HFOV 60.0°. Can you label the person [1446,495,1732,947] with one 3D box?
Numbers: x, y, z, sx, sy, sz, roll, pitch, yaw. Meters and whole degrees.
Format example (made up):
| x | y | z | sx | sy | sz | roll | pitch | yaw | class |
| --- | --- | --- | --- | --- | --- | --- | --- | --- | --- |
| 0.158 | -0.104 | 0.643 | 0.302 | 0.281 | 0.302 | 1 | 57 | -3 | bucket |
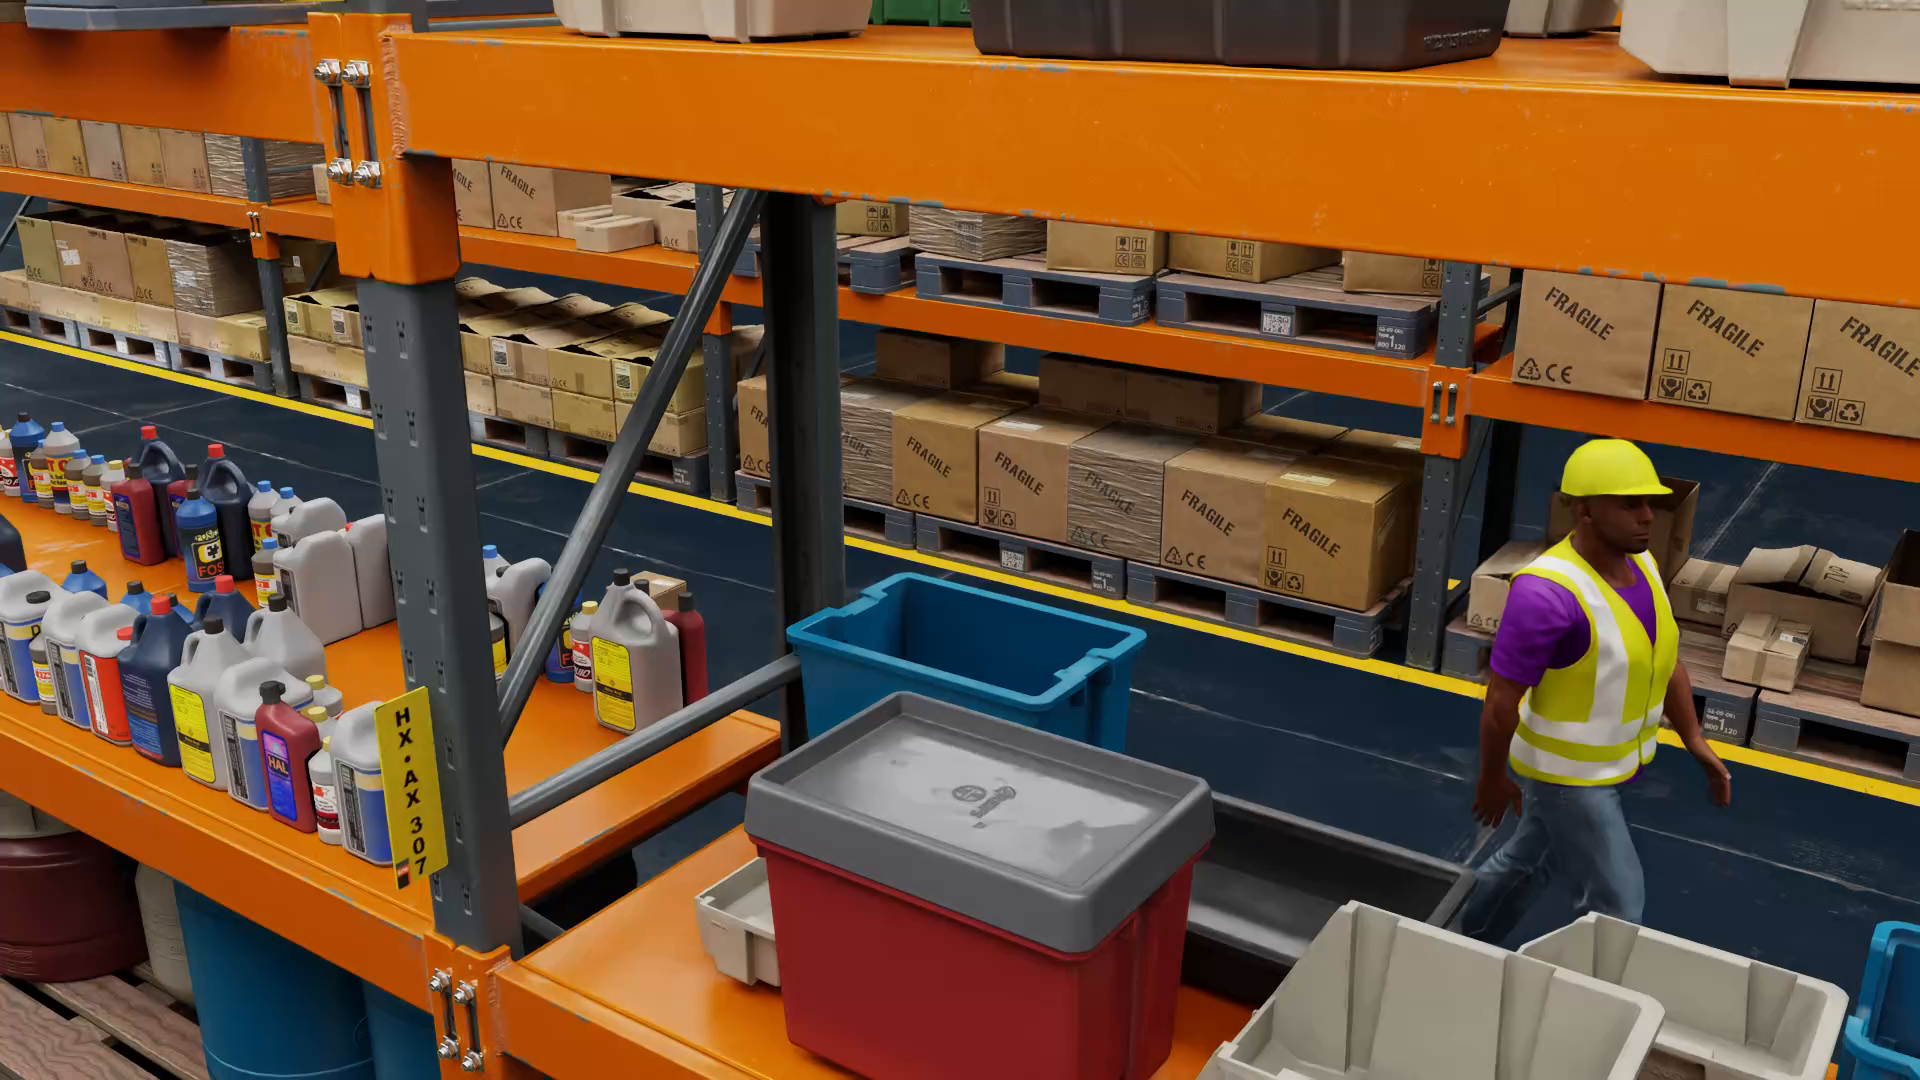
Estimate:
| x | y | z | sx | sy | sz | roll | pitch | yaw | class |
| --- | --- | --- | --- | --- | --- | --- | --- | --- | --- |
| 1.731 | 0.612 | 4.327 | 0.968 | 1.679 | 0.567 | 19 | 27 | 42 | person |
